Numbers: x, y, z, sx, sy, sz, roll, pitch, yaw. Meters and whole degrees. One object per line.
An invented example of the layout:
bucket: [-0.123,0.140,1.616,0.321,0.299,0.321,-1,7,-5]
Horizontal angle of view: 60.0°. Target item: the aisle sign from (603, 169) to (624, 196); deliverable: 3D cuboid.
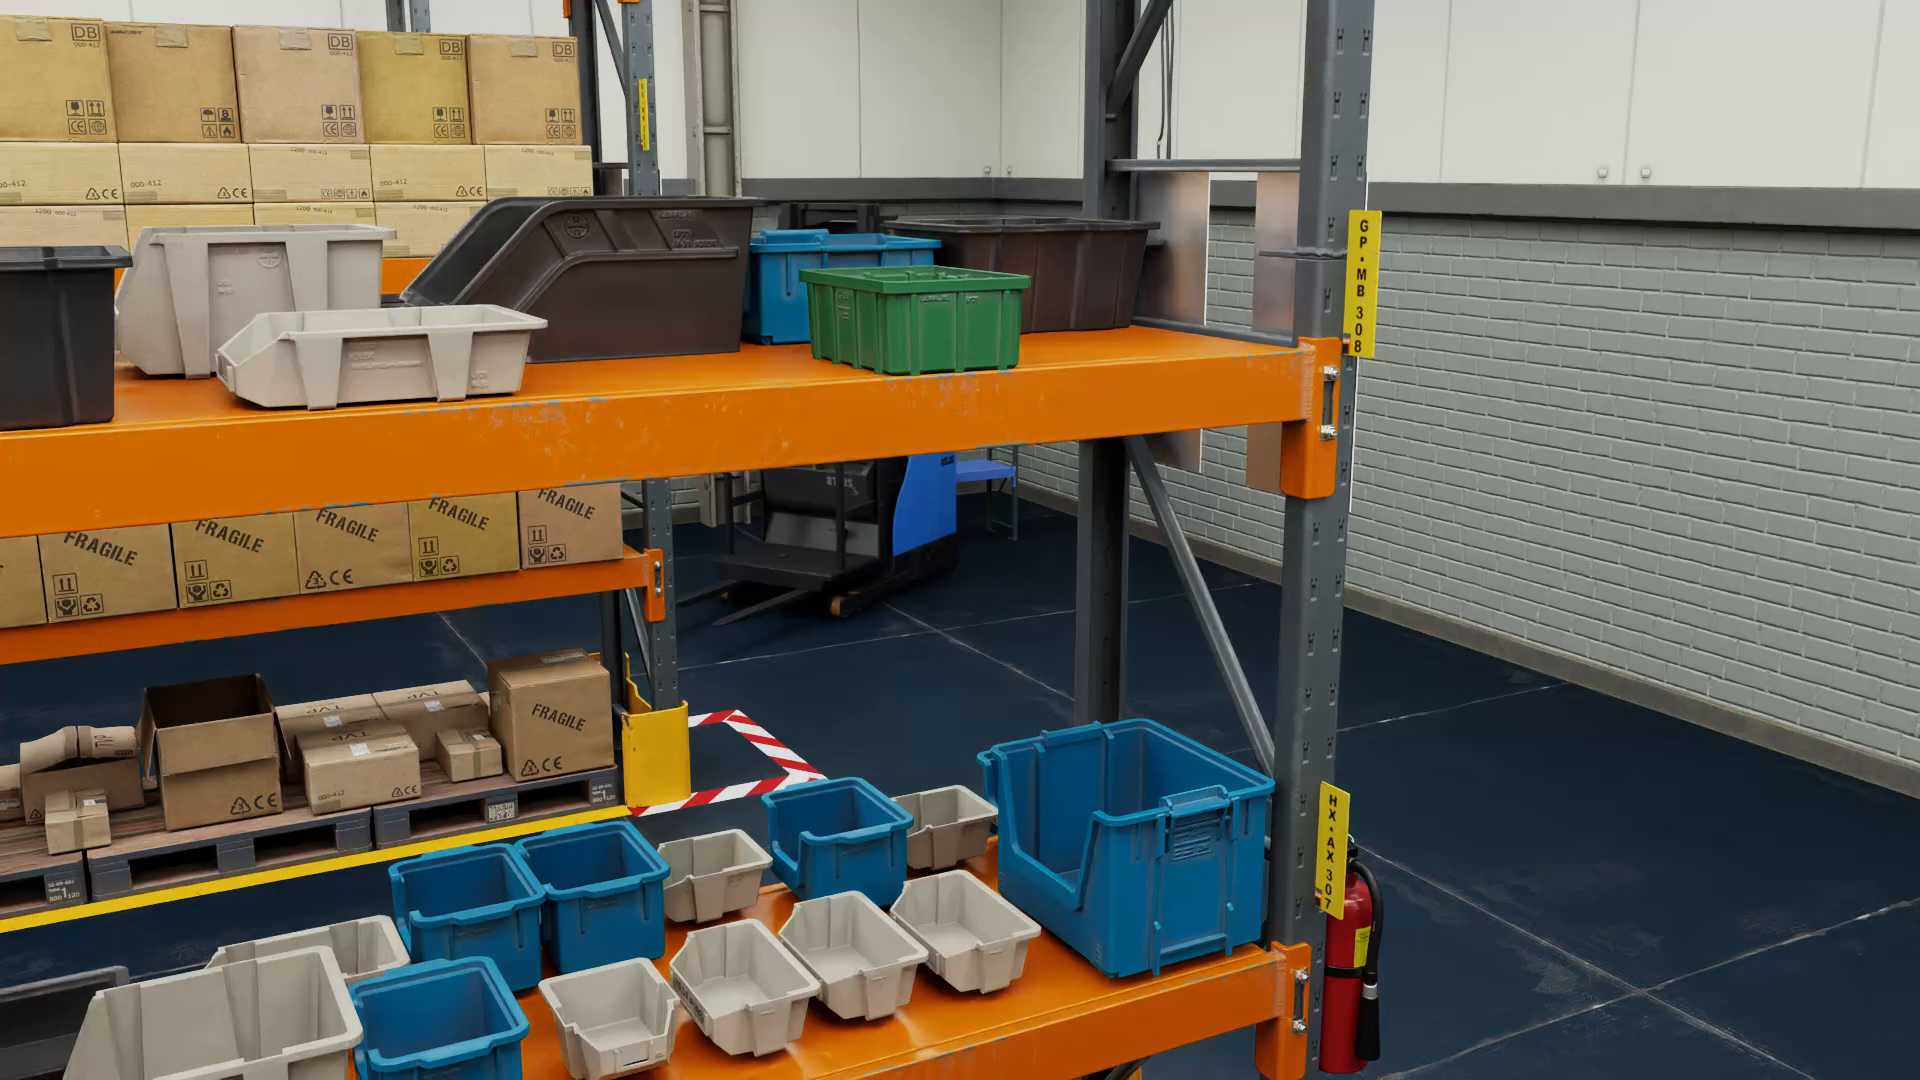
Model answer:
aisle sign: [-1.824,-1.556,8.769,0.004,0.787,0.394,-7,14,-28]

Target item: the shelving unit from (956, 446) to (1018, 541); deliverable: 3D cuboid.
shelving unit: [-0.075,-0.723,14.405,1.048,1.500,0.538,-7,14,-28]

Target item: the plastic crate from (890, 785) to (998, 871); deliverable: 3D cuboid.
plastic crate: [-0.069,0.811,4.638,0.298,0.136,0.250,-7,14,-28]

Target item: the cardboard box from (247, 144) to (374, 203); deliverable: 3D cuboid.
cardboard box: [-2.951,-1.650,7.481,0.500,0.250,0.500,-7,14,-28]

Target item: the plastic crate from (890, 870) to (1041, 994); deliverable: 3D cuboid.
plastic crate: [-0.002,0.951,4.014,0.243,0.136,0.396,-7,14,-28]

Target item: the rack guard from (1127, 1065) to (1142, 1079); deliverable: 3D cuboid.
rack guard: [0.642,1.946,4.825,0.348,0.500,1.175,-7,14,-28]

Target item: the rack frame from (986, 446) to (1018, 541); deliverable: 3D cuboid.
rack frame: [0.371,-0.776,14.642,0.032,1.500,0.500,-7,14,-28]

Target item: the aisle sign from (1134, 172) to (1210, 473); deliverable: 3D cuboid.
aisle sign: [0.548,-0.602,4.531,0.004,0.787,0.394,-7,14,-28]

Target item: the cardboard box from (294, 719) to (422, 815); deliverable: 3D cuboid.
cardboard box: [-2.950,1.102,8.141,0.500,0.250,0.500,-7,14,-28]

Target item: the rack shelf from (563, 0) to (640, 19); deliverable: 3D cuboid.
rack shelf: [-3.498,-2.588,7.257,4.000,0.370,1.077,-7,14,-28]

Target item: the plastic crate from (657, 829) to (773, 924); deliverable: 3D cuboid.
plastic crate: [-0.664,0.882,4.321,0.298,0.136,0.250,-7,14,-28]

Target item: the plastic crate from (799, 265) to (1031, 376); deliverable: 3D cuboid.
plastic crate: [-0.102,-0.470,3.516,0.336,0.188,0.450,-7,14,-28]

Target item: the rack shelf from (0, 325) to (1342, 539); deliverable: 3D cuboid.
rack shelf: [-1.128,-0.171,3.343,4.000,0.370,1.077,-7,14,-28]

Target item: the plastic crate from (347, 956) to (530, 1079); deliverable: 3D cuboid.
plastic crate: [-1.053,1.049,3.360,0.300,0.233,0.416,-7,14,-28]

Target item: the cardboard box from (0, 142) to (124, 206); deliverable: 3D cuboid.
cardboard box: [-3.826,-1.544,7.007,0.500,0.250,0.500,-7,14,-28]

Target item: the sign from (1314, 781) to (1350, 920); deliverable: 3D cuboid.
sign: [0.905,0.756,4.047,0.005,0.325,0.100,-7,14,-28]

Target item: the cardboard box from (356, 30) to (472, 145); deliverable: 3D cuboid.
cardboard box: [-2.665,-2.130,7.906,0.500,0.500,0.700,-7,14,-28]

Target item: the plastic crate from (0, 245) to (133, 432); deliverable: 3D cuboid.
plastic crate: [-1.662,-0.325,2.689,0.590,0.269,0.497,-7,14,-28]

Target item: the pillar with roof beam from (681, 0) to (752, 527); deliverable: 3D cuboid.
pillar with roof beam: [-0.102,-3.726,10.669,0.400,9.000,9.100,-7,14,-28]

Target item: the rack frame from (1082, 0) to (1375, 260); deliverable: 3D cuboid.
rack frame: [0.627,-2.196,3.869,0.127,3.000,1.000,-7,14,-28]

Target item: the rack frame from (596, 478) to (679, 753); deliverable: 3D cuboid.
rack frame: [-1.743,-0.224,8.771,0.127,3.000,1.000,-7,14,-28]

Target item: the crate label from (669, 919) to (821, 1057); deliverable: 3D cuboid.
crate label: [-0.496,1.013,3.740,0.243,0.136,0.396,-7,14,-28]

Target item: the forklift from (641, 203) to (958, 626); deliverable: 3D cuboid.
forklift: [-1.165,-0.970,12.244,1.130,2.935,3.031,7,14,28]

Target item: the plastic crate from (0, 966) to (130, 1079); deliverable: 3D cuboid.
plastic crate: [-2.030,1.087,3.435,0.590,0.125,0.437,-7,14,-28]

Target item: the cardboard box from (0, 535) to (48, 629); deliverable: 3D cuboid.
cardboard box: [-4.228,0.093,7.138,0.500,0.500,0.500,-7,14,-27]

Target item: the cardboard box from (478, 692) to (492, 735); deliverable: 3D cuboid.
cardboard box: [-2.495,0.948,9.016,0.250,0.166,0.380,-7,14,-28]

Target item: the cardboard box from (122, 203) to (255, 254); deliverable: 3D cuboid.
cardboard box: [-3.391,-1.354,7.303,0.500,0.250,0.500,-7,14,-28]

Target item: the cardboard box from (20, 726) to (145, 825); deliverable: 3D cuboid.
cardboard box: [-4.231,1.101,8.008,0.500,0.311,0.500,-7,14,-28]

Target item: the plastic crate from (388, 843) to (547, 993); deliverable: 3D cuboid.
plastic crate: [-1.166,0.916,3.950,0.300,0.233,0.416,-7,14,-28]

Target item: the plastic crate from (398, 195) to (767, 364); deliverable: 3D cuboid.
plastic crate: [-0.846,-0.594,3.727,0.767,0.338,0.504,-7,14,-28]

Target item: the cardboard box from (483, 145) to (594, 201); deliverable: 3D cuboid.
cardboard box: [-2.072,-1.755,7.945,0.500,0.250,0.500,-7,14,-28]

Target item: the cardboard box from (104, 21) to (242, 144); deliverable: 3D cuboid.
cardboard box: [-3.537,-2.022,7.427,0.500,0.500,0.700,-7,14,-28]

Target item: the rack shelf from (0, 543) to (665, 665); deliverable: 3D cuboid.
rack shelf: [-3.498,0.338,7.915,4.000,0.370,1.077,-7,14,-28]

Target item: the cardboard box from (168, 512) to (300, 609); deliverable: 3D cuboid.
cardboard box: [-3.342,-0.013,7.608,0.500,0.500,0.500,-7,14,-29]

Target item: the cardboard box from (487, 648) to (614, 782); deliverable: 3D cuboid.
cardboard box: [-2.102,0.886,8.532,0.500,0.500,0.500,-7,14,-28]

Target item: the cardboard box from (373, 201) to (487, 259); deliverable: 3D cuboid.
cardboard box: [-2.512,-1.459,7.768,0.500,0.250,0.500,-7,14,-28]

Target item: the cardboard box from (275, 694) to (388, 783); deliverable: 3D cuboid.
cardboard box: [-3.234,1.011,8.546,0.500,0.250,0.500,-7,14,-28]

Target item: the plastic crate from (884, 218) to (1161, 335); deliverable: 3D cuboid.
plastic crate: [0.156,-0.682,4.272,0.590,0.269,0.497,-7,14,-28]

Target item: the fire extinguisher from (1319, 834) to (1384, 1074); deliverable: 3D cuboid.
fire extinguisher: [0.977,1.023,4.259,0.183,0.674,0.296,-7,14,-28]

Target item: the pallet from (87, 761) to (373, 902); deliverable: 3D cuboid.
pallet: [-3.578,1.356,8.102,1.213,0.211,1.003,-7,14,-28]

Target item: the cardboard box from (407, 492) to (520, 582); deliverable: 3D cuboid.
cardboard box: [-2.459,-0.118,8.072,0.500,0.500,0.500,-7,14,-27]

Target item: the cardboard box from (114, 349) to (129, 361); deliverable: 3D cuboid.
cardboard box: [-5.869,-1.112,12.033,0.700,0.700,0.980,-8,15,-31]

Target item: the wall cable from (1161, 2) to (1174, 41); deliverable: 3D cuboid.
wall cable: [2.312,-5.059,12.161,0.112,2.526,3.097,-7,14,-28]
